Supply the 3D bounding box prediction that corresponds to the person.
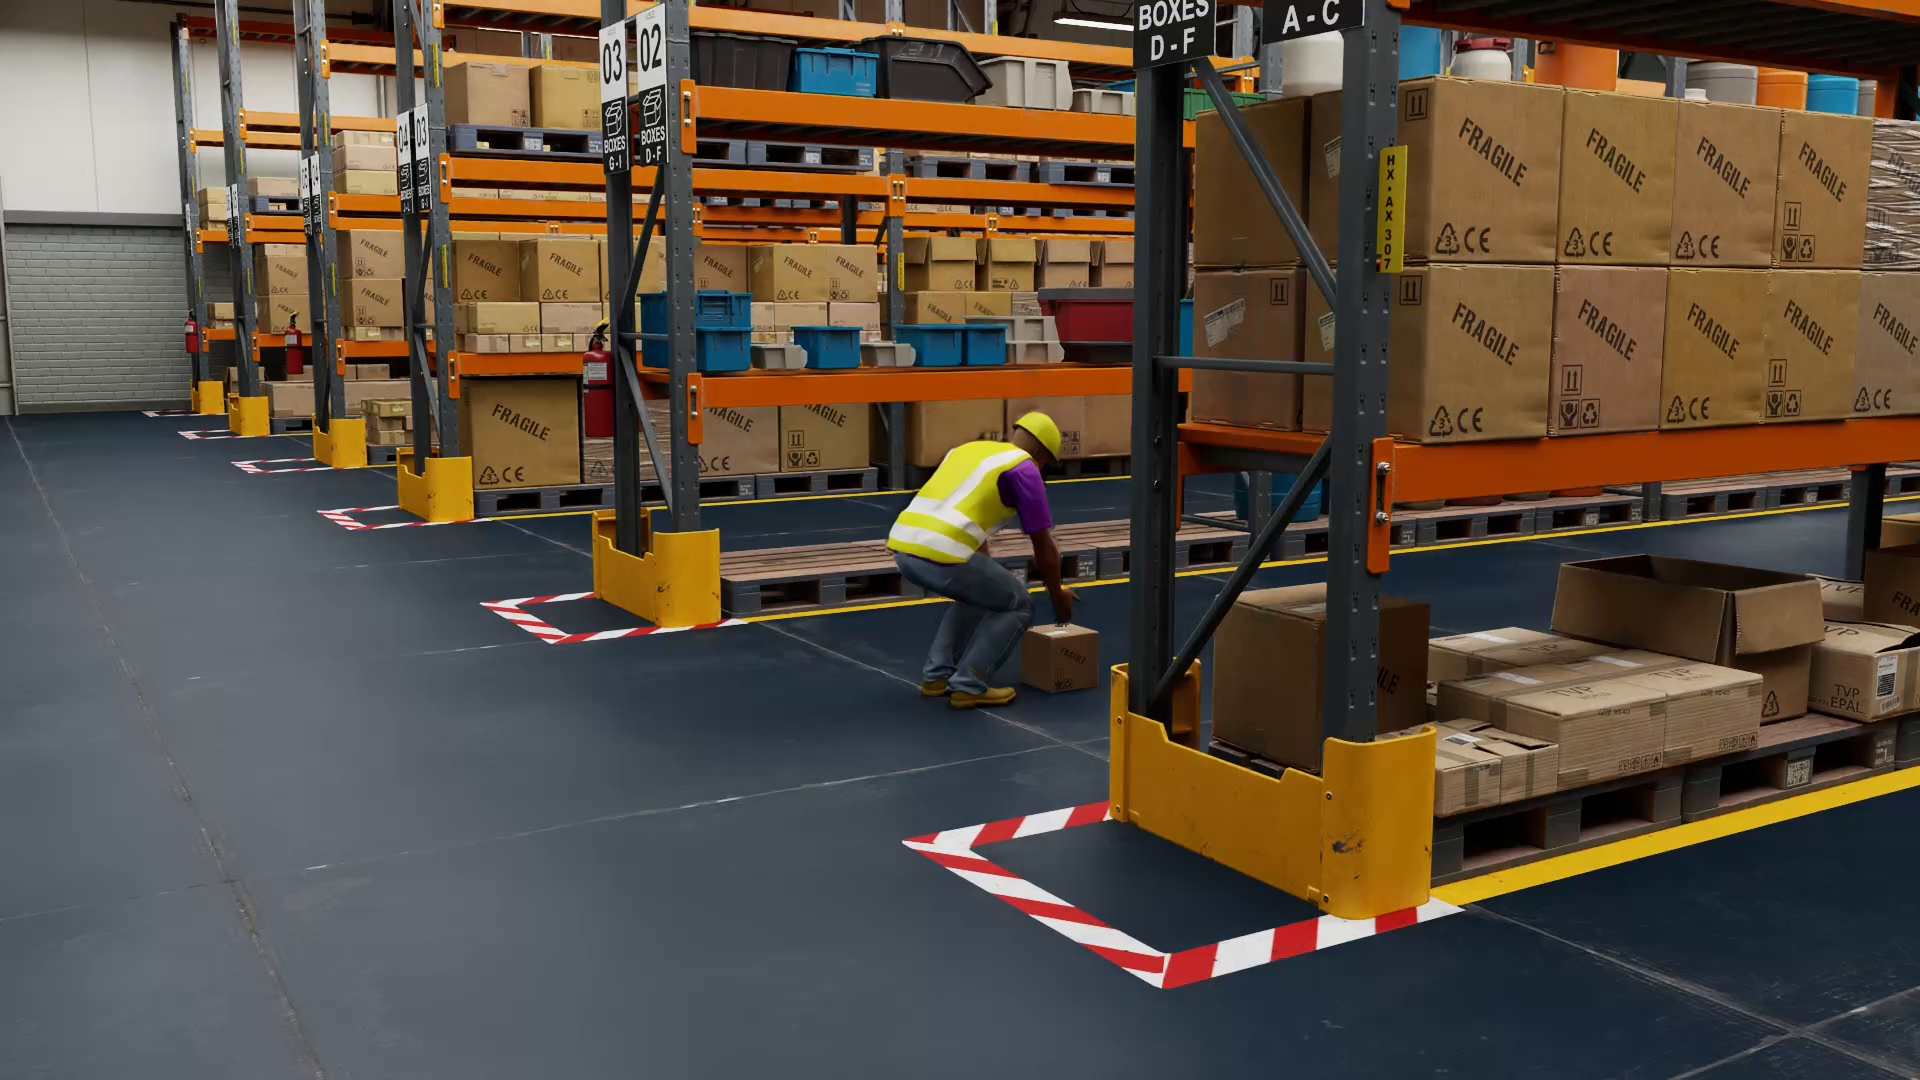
[{"bbox_3d":[0.079,0.068,7.191,0.838,1.224,0.622,-5,9,-31],"label":"person"}]
